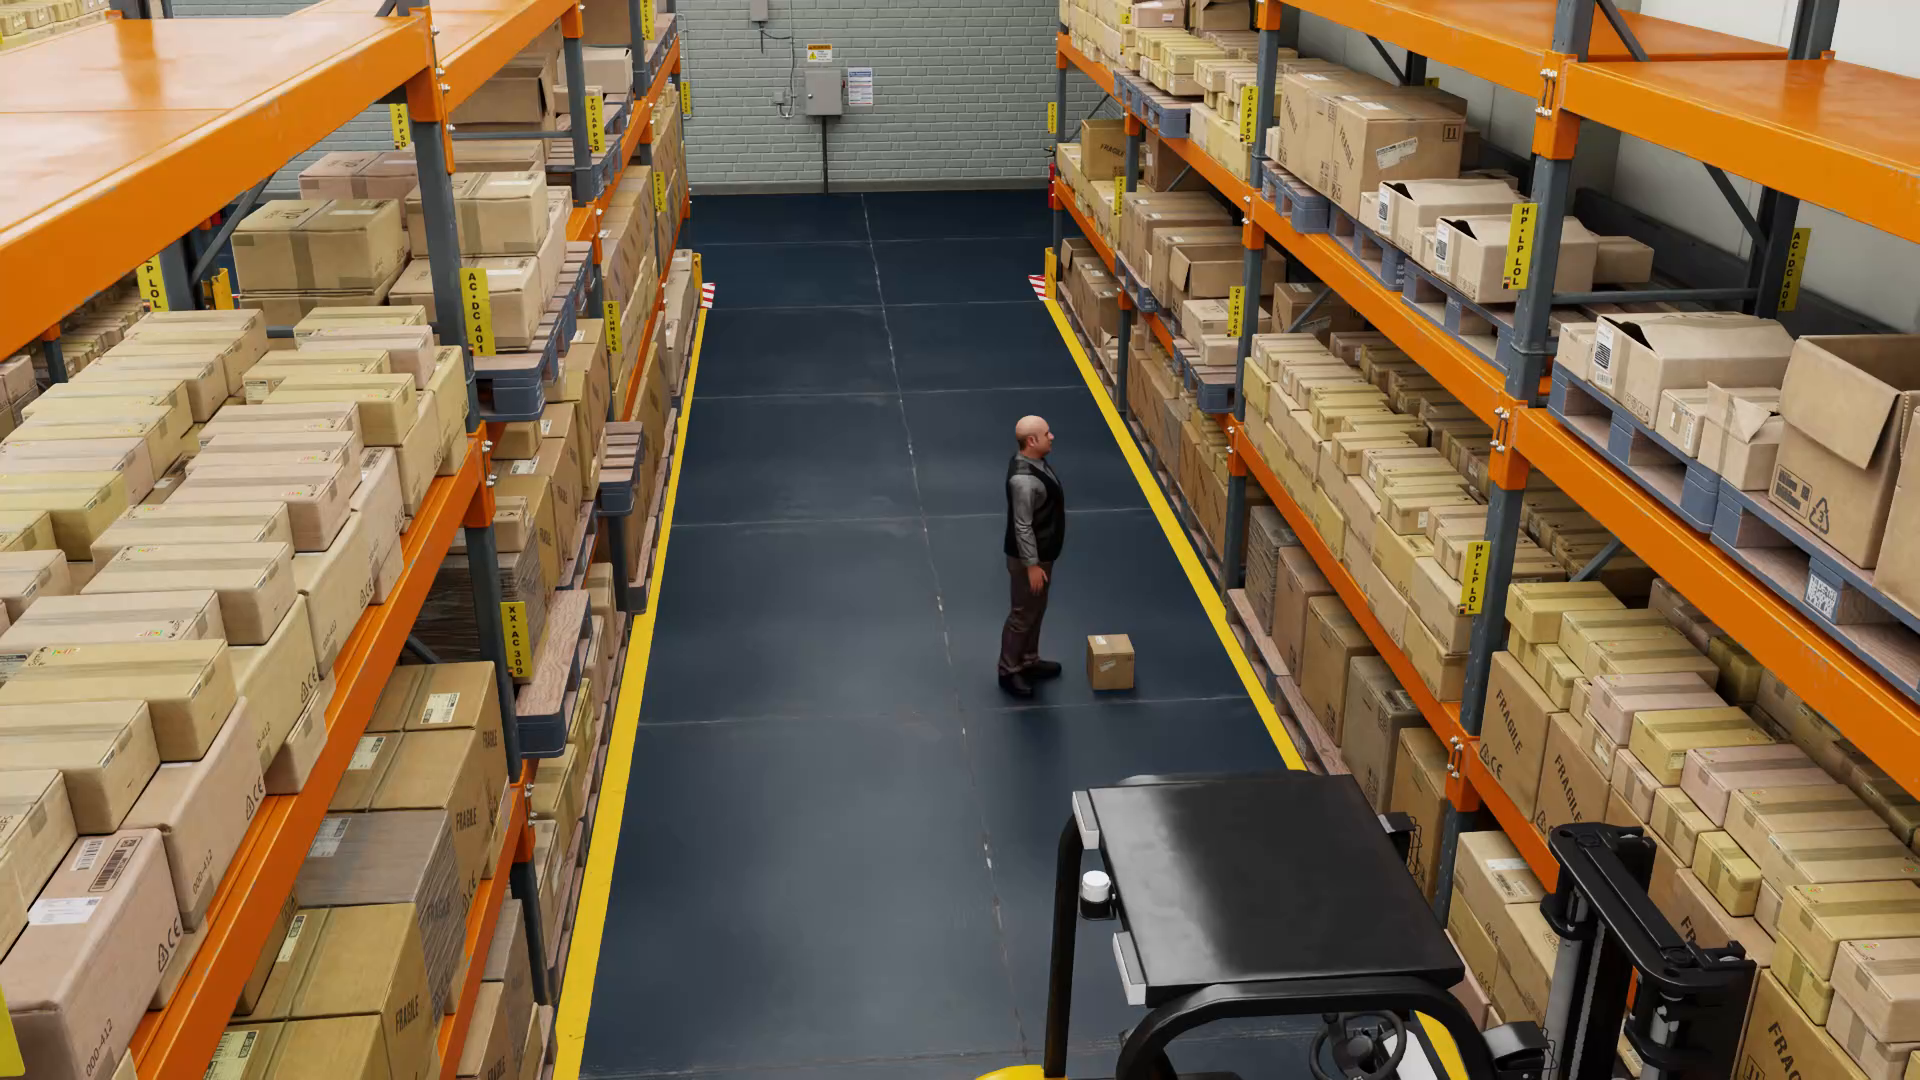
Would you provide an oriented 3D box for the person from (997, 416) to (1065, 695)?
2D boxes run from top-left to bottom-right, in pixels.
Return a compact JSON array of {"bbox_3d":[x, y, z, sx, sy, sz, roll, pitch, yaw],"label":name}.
[{"bbox_3d":[0.422,0.086,9.895,0.384,1.721,0.593,3,24,8],"label":"person"}]
